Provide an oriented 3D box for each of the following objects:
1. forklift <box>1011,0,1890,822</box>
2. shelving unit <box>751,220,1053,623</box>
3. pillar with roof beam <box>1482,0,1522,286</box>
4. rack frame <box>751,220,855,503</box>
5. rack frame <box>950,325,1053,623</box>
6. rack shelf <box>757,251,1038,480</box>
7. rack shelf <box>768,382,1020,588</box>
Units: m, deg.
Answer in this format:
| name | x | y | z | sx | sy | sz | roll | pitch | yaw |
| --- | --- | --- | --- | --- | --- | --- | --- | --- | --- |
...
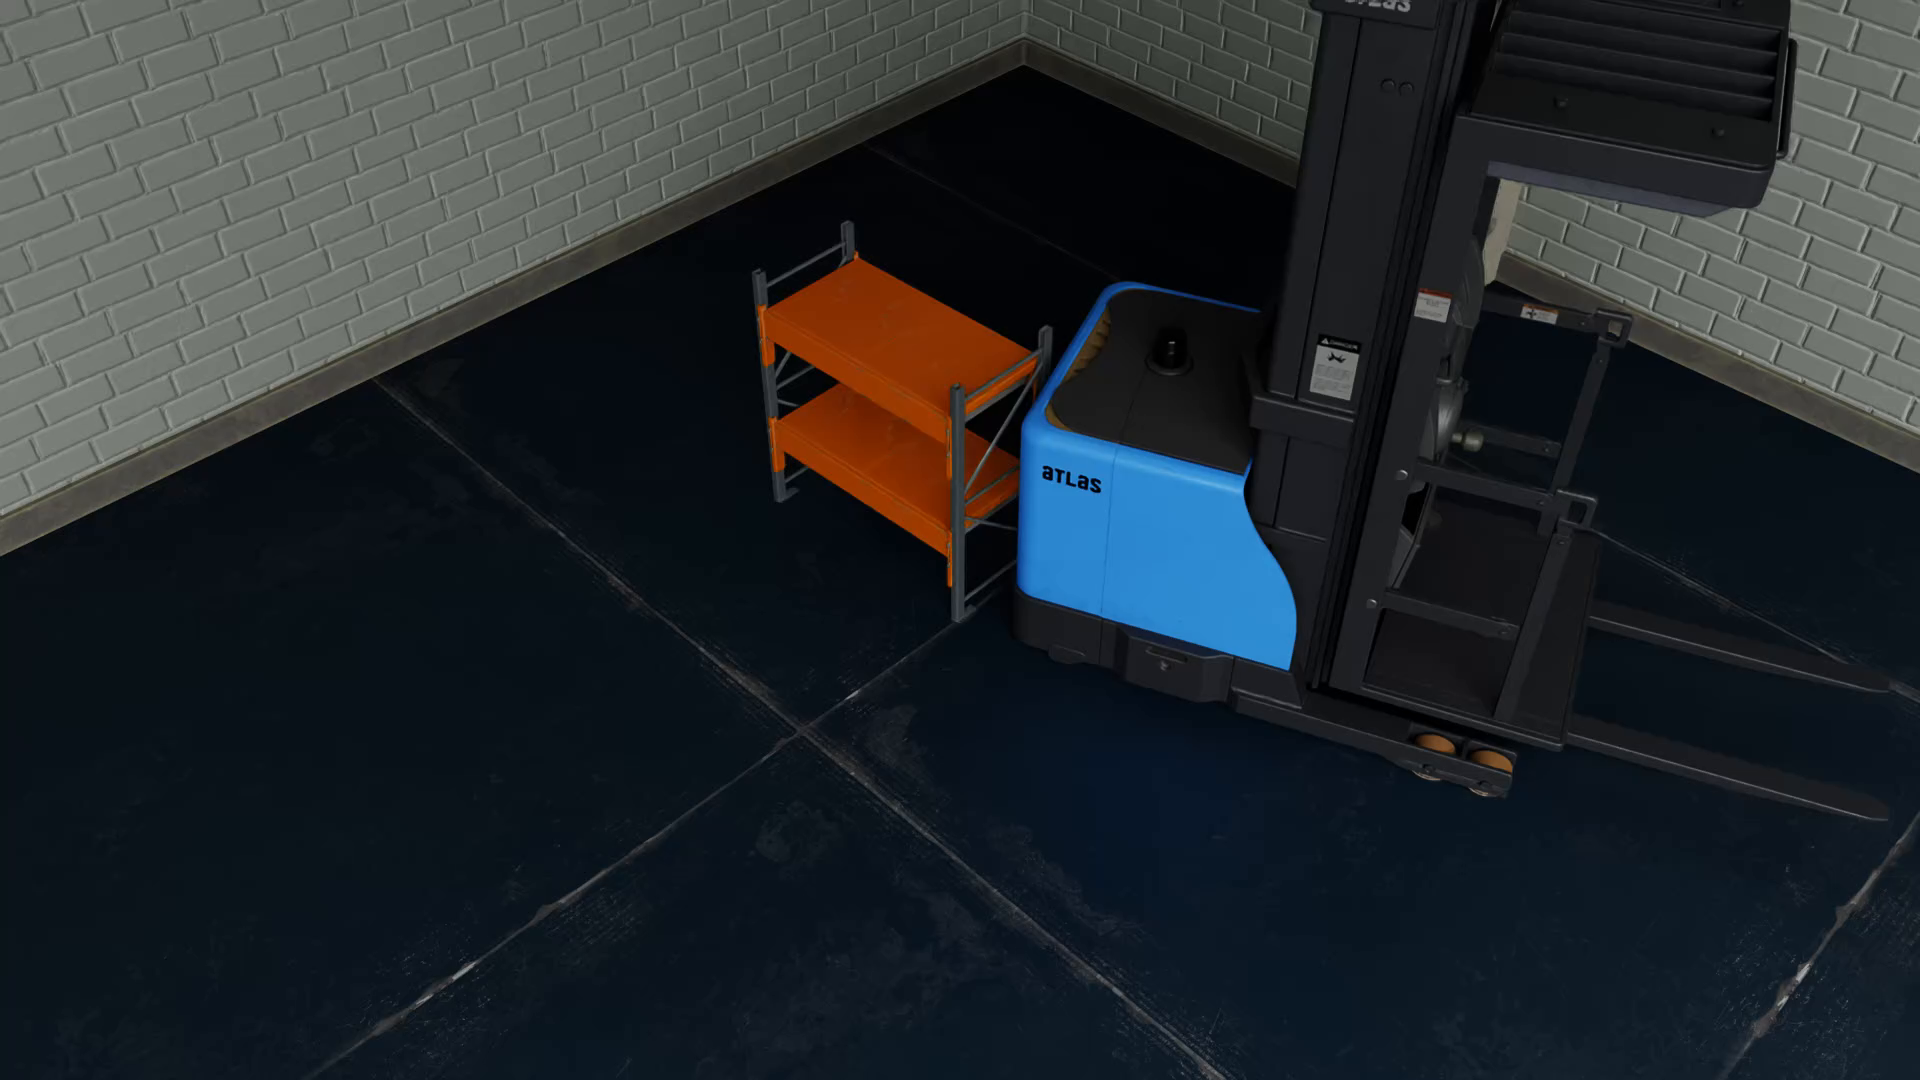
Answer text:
| name | x | y | z | sx | sy | sz | roll | pitch | yaw |
| --- | --- | --- | --- | --- | --- | --- | --- | --- | --- |
| forklift | 1.760 | -0.596 | 5.235 | 3.031 | 2.935 | 1.130 | 16 | 45 | 16 |
| shelving unit | -0.222 | -0.459 | 6.418 | 1.048 | 1.125 | 0.538 | 33 | 52 | 30 |
| pillar with roof beam | -0.658 | -2.555 | 2.884 | 9.100 | 9.000 | 0.400 | -34 | 53 | -31 |
| rack frame | -0.592 | -0.696 | 6.674 | 0.032 | 1.125 | 0.500 | 33 | 52 | 30 |
| rack frame | 0.148 | -0.223 | 6.163 | 0.032 | 1.125 | 0.500 | 33 | 52 | 30 |
| rack shelf | -0.222 | -0.674 | 6.220 | 1.000 | 0.278 | 0.538 | 33 | 52 | 30 |
| rack shelf | -0.222 | -0.280 | 6.584 | 1.000 | 0.278 | 0.538 | 33 | 52 | 30 |
